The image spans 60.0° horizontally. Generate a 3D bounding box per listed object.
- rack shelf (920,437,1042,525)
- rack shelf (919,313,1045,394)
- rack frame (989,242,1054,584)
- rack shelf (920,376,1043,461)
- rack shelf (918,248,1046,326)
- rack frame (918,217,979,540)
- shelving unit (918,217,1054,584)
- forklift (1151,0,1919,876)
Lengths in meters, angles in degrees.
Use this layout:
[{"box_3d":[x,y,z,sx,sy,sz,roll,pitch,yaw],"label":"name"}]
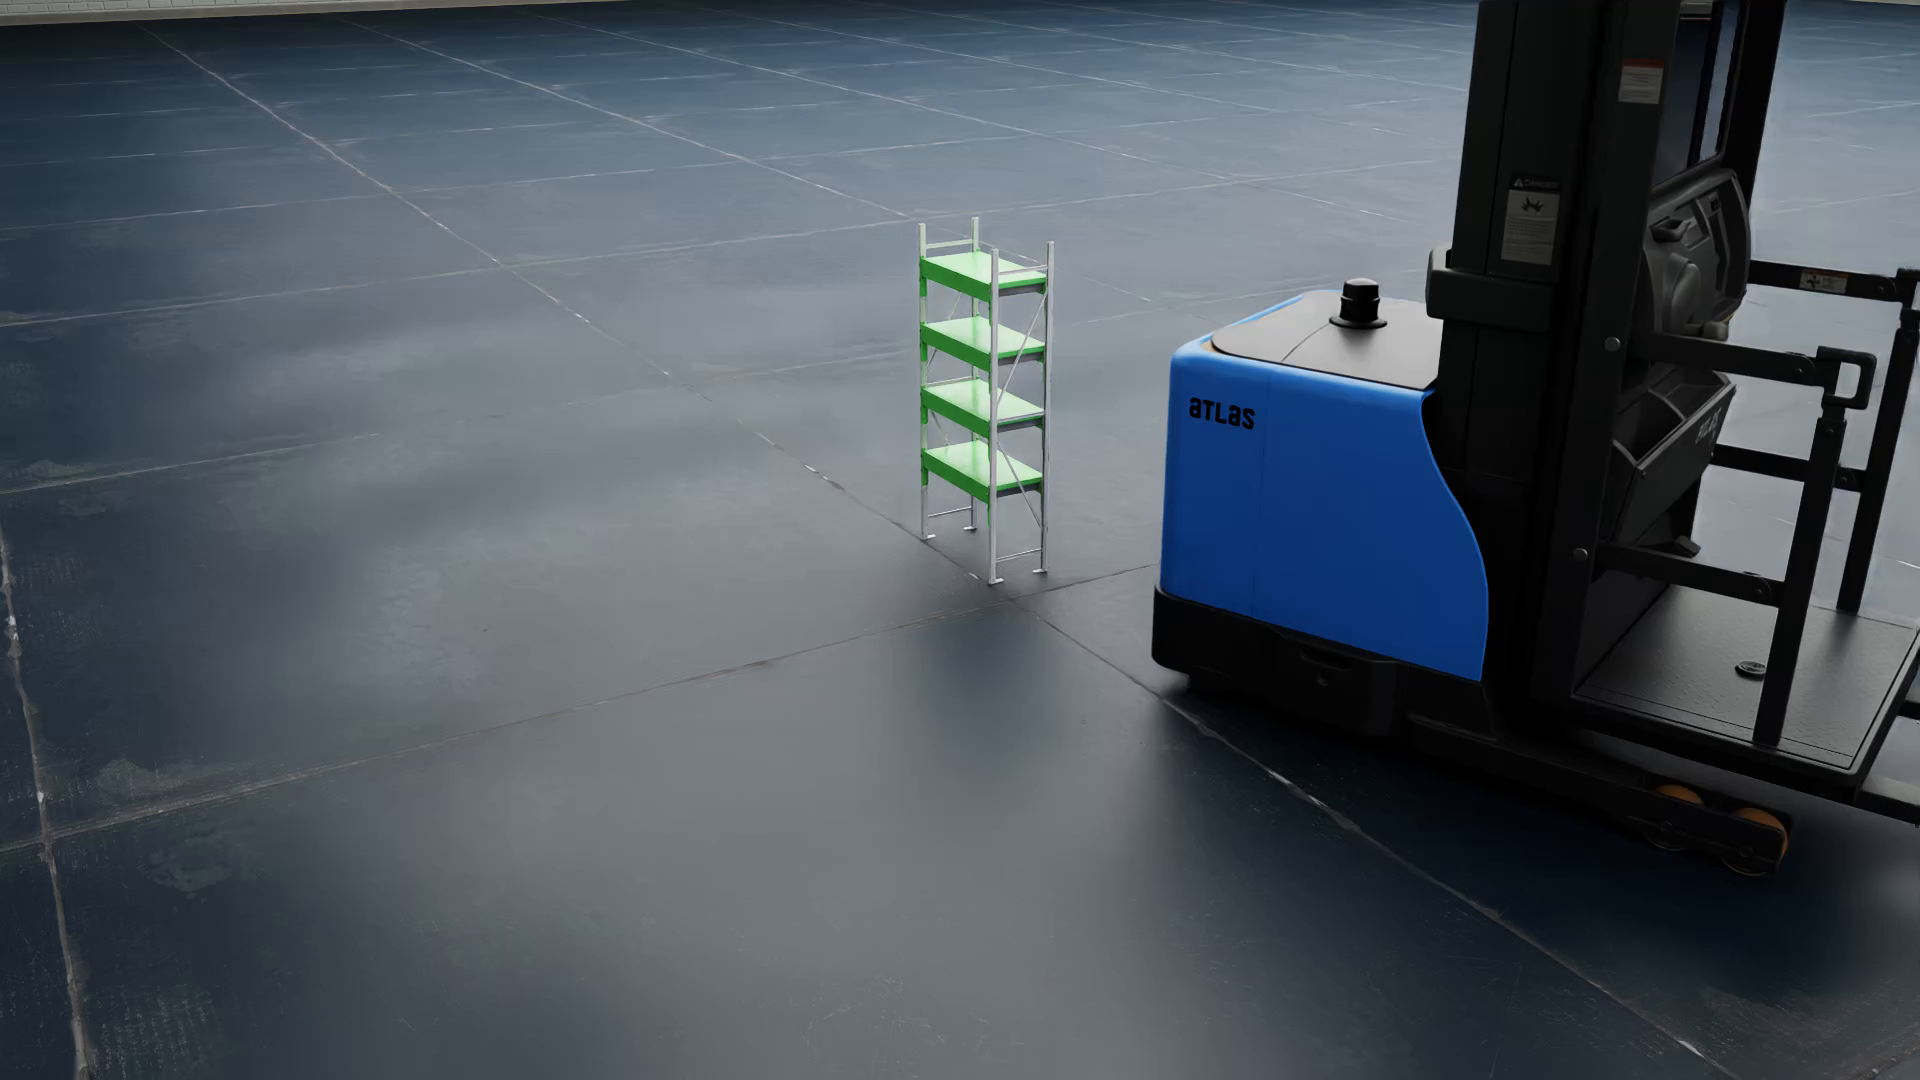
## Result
[{"box_3d":[0.085,-0.221,6.068,0.258,0.148,0.480,-13,25,-28],"label":"rack shelf"},{"box_3d":[0.085,-0.665,5.887,0.258,0.148,0.480,-13,25,-28],"label":"rack shelf"},{"box_3d":[0.209,-0.423,5.759,0.240,1.200,0.015,-13,25,-28],"label":"rack frame"},{"box_3d":[0.085,-0.443,5.978,0.258,0.148,0.480,-13,25,-28],"label":"rack shelf"},{"box_3d":[0.085,-0.888,5.797,0.258,0.148,0.480,-13,25,-28],"label":"rack shelf"},{"box_3d":[-0.040,-0.581,6.148,0.240,1.200,0.015,-13,25,-28],"label":"rack frame"},{"box_3d":[0.085,-0.502,5.954,0.258,1.200,0.503,-13,25,-28],"label":"shelving unit"},{"box_3d":[2.084,-0.733,4.222,3.031,2.935,1.130,16,27,34],"label":"forklift"}]
